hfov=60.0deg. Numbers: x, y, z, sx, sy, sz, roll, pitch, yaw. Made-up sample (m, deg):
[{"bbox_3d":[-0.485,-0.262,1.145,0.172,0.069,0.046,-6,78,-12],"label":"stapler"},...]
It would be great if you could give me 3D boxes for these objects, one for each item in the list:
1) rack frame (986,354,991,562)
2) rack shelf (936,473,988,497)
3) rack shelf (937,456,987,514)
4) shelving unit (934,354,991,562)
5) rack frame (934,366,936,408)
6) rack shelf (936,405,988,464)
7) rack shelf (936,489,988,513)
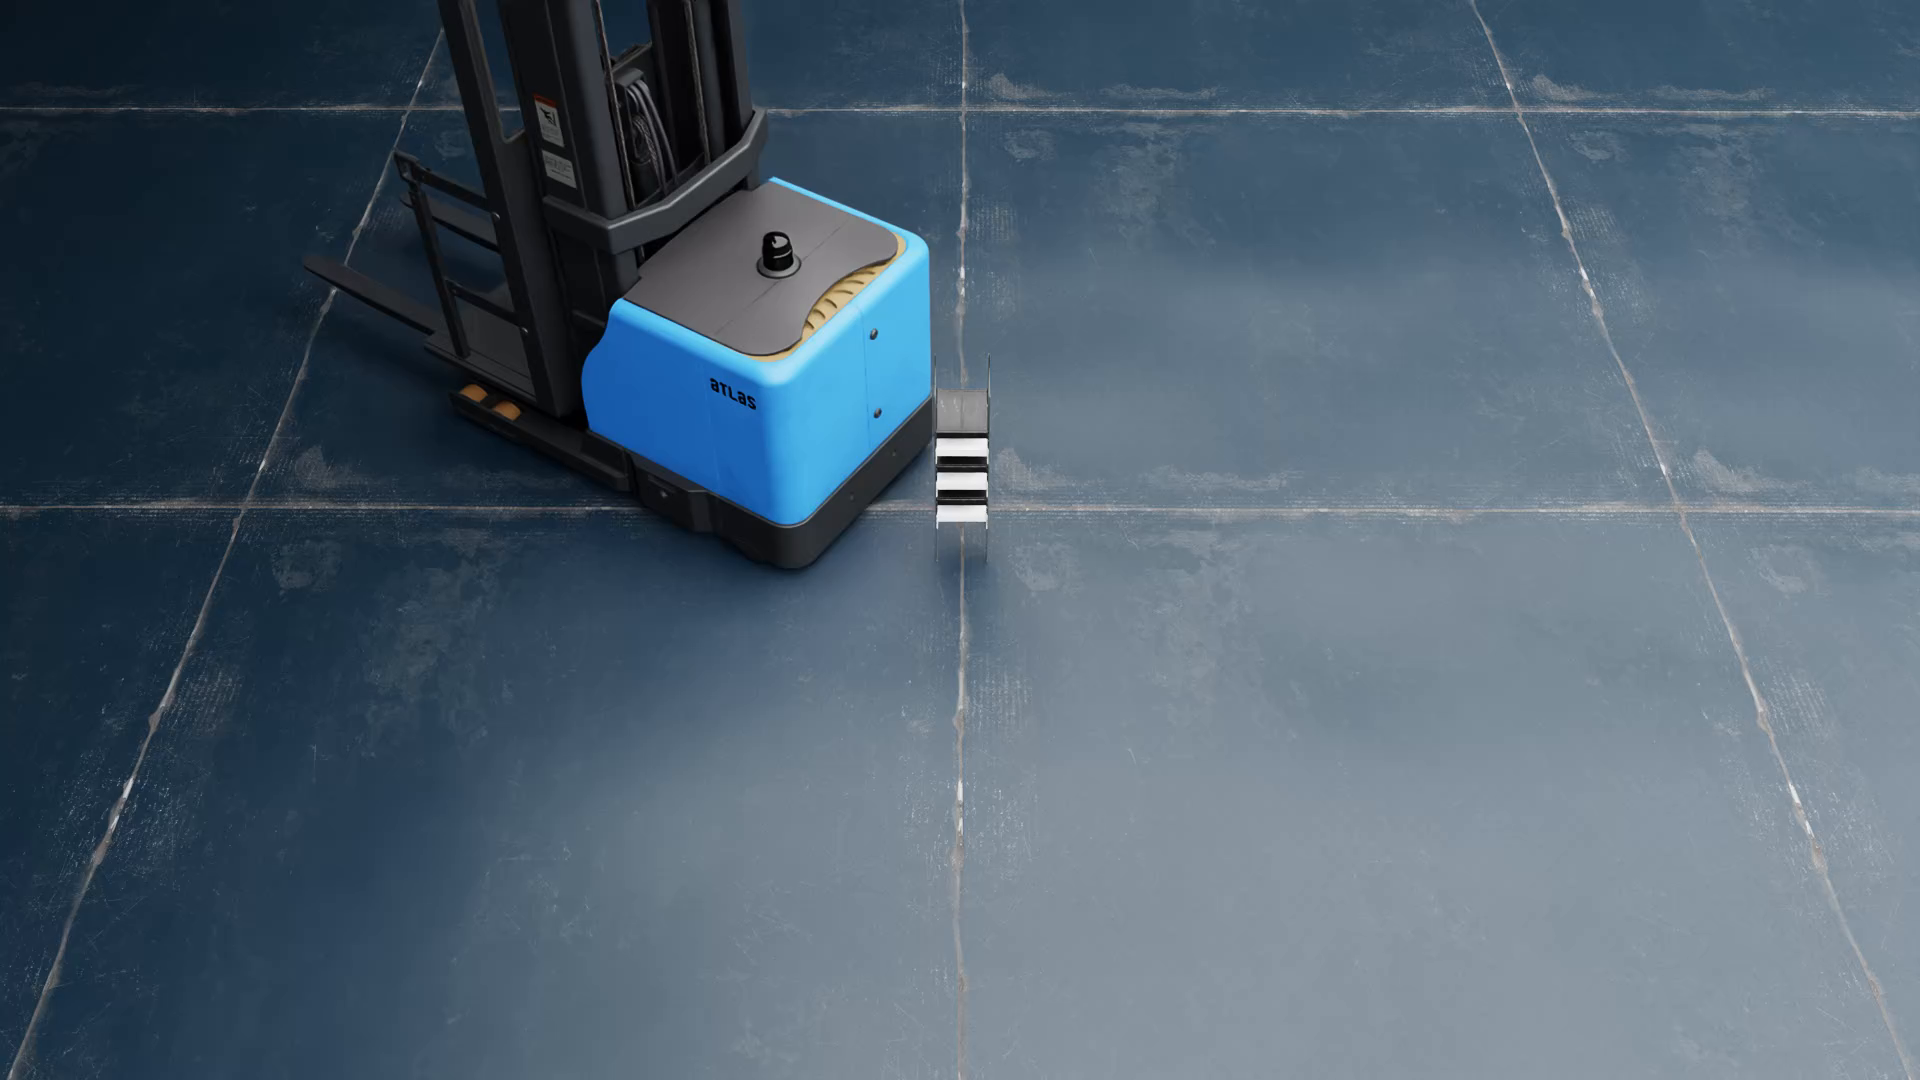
[{"bbox_3d":[0.110,-0.306,6.501,0.006,0.900,0.240,0,47,0],"label":"rack frame"},{"bbox_3d":[0.008,-0.284,6.526,0.200,0.077,0.258,0,47,0],"label":"rack shelf"},{"bbox_3d":[0.008,-0.272,6.538,0.190,0.281,0.221,0,47,0],"label":"rack shelf"},{"bbox_3d":[0.009,-0.307,6.501,0.208,0.900,0.258,0,47,0],"label":"shelving unit"},{"bbox_3d":[-0.094,-0.306,6.501,0.003,0.785,0.228,0,47,0],"label":"rack frame"},{"bbox_3d":[0.008,-0.406,6.394,0.200,0.077,0.258,0,47,0],"label":"rack shelf"},{"bbox_3d":[0.008,-0.223,6.592,0.200,0.077,0.258,0,47,0],"label":"rack shelf"}]
